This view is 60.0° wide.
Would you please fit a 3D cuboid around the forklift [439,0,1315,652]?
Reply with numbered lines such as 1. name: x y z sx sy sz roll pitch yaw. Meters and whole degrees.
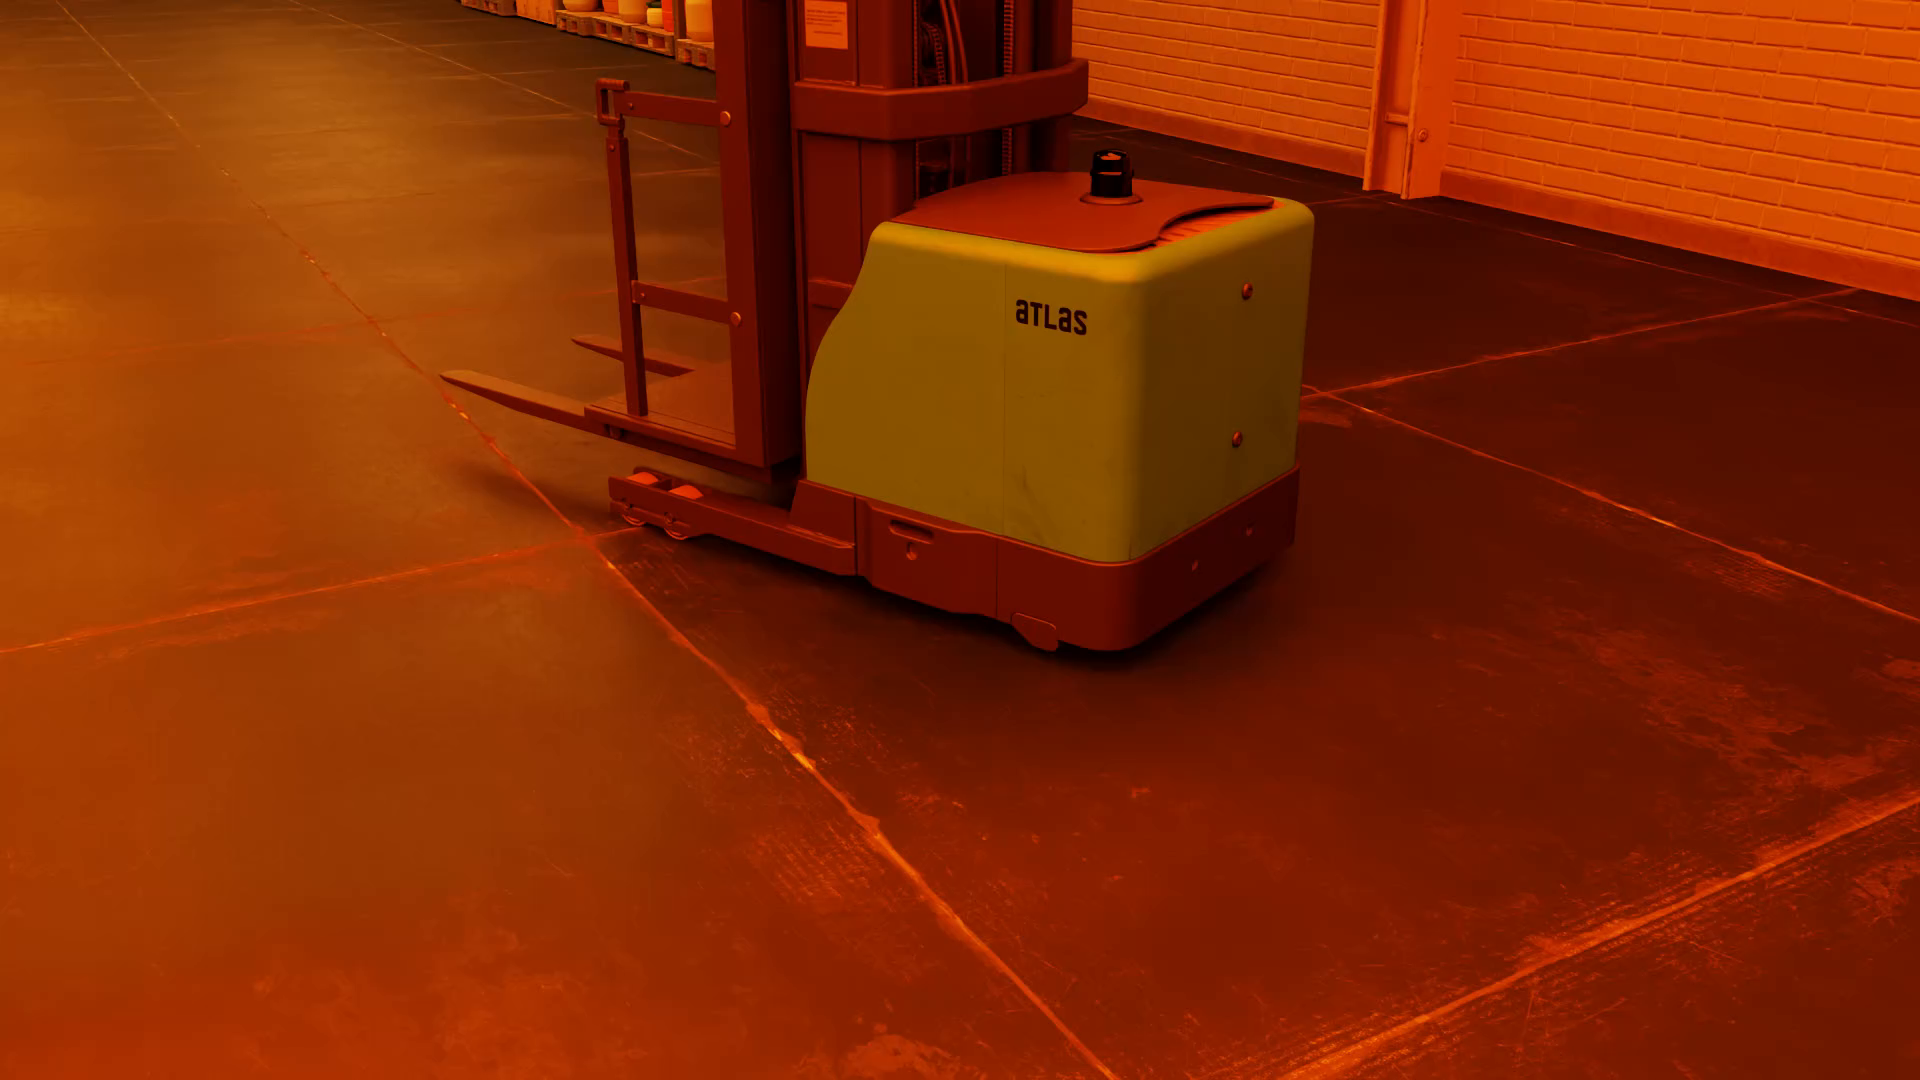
1. forklift: -0.481 -1.497 4.922 3.031 2.935 1.130 16 27 34
